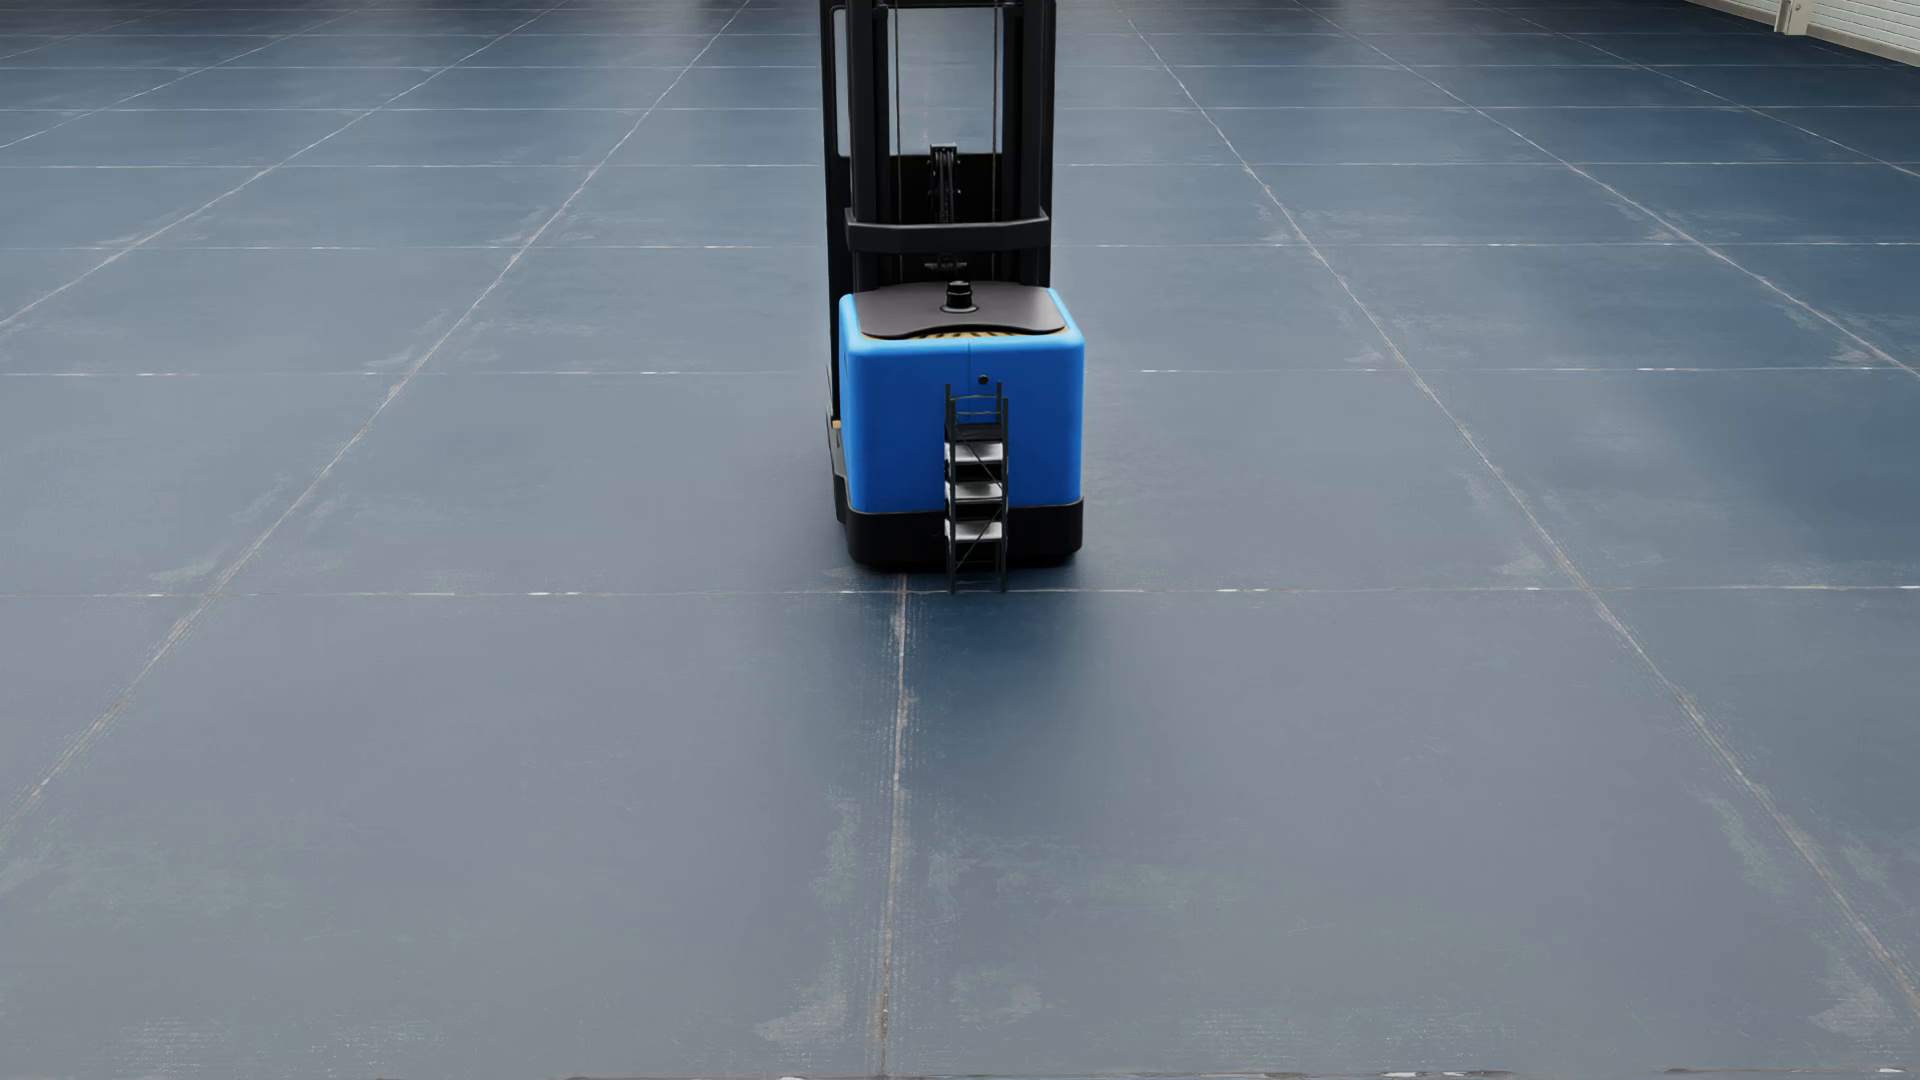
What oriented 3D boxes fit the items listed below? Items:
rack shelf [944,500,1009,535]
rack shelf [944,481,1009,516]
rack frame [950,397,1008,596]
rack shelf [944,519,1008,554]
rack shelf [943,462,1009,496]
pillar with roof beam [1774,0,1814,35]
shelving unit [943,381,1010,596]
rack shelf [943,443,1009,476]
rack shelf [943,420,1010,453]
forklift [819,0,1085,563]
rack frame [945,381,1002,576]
[{"bbox_3d":[0.068,-0.102,7.184,0.258,0.077,0.200,-3,24,-6],"label":"rack shelf"},{"bbox_3d":[0.068,-0.184,7.146,0.258,0.077,0.200,-3,24,-6],"label":"rack shelf"},{"bbox_3d":[0.080,-0.173,7.041,0.240,0.900,0.006,-3,24,-6],"label":"rack frame"},{"bbox_3d":[0.068,-0.020,7.221,0.258,0.077,0.200,-3,24,-6],"label":"rack shelf"},{"bbox_3d":[0.068,-0.266,7.109,0.258,0.077,0.200,-3,24,-6],"label":"rack shelf"},{"bbox_3d":[7.571,-11.328,21.876,9.100,9.000,0.400,0,24,-1],"label":"pillar with roof beam"},{"bbox_3d":[0.068,-0.215,7.133,0.258,0.900,0.210,-3,24,-6],"label":"shelving unit"},{"bbox_3d":[0.068,-0.348,7.072,0.258,0.077,0.200,-3,24,-6],"label":"rack shelf"},{"bbox_3d":[0.068,-0.430,7.035,0.258,0.077,0.200,-3,24,-6],"label":"rack shelf"},{"bbox_3d":[-0.130,-1.805,8.185,1.130,2.935,3.031,-3,24,-6],"label":"forklift"},{"bbox_3d":[0.056,-0.256,7.225,0.240,0.900,0.006,-3,24,-6],"label":"rack frame"}]
